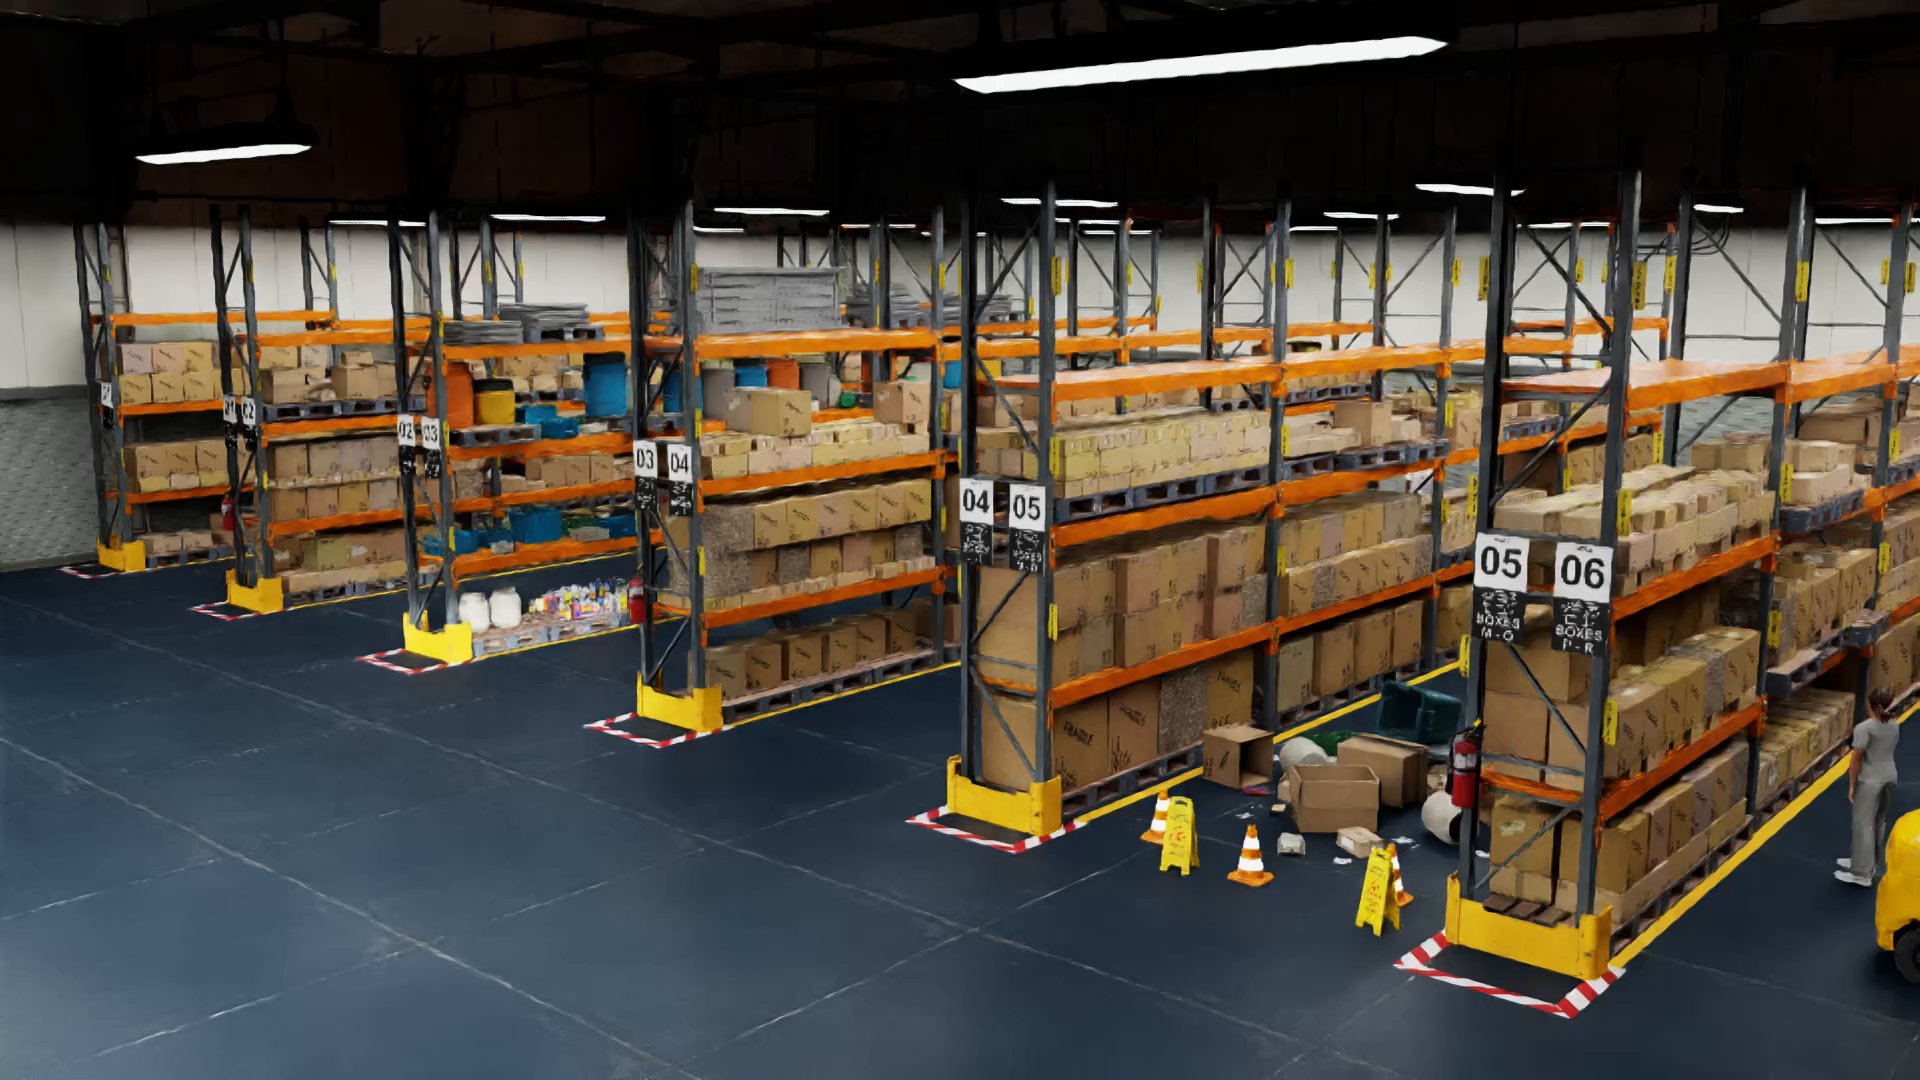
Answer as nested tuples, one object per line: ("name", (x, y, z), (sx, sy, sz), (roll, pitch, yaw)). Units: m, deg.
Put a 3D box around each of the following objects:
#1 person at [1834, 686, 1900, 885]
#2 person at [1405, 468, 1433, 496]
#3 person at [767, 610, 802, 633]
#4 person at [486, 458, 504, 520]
("person", (7.617, 2.044, 13.976), (0.487, 1.648, 0.477), (-3, 10, -17))
("person", (8.702, -0.870, 31.345), (0.618, 1.726, 0.957), (3, 10, 18))
("person", (-2.343, 0.499, 21.825), (0.592, 1.589, 0.512), (8, 12, 39))
("person", (-8.635, -0.783, 31.043), (0.417, 1.603, 0.505), (2, 10, 11))
